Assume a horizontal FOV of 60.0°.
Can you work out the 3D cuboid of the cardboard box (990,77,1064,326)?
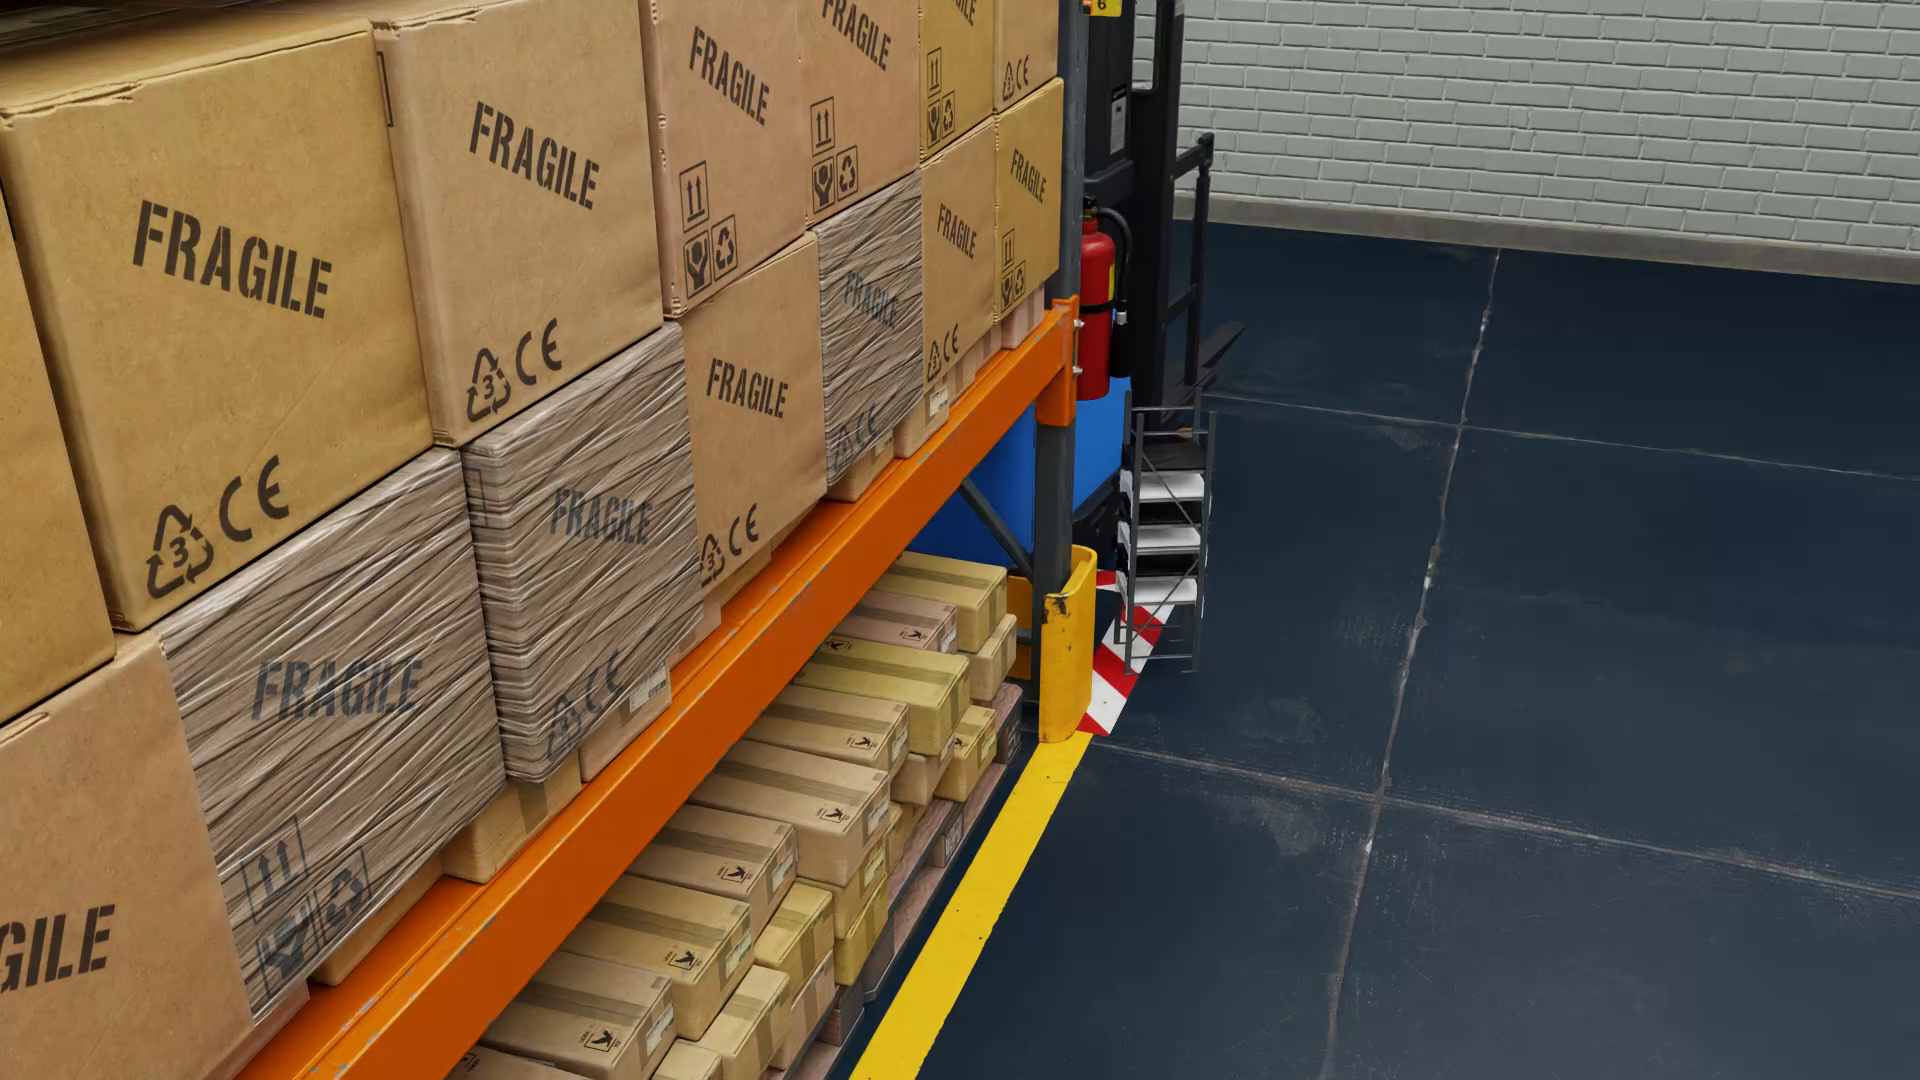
[{"bbox_3d":[-0.059,-0.875,4.159,0.500,0.500,0.500,9,27,18],"label":"cardboard box"}]

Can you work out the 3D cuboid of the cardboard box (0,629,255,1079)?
[{"bbox_3d":[-1.081,0.380,1.567,0.500,0.500,0.500,8,27,16],"label":"cardboard box"}]

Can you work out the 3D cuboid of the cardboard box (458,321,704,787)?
[{"bbox_3d":[-0.721,-0.026,2.406,0.500,0.500,0.500,8,27,16],"label":"cardboard box"}]

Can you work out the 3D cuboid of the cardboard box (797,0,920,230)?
[{"bbox_3d":[-0.403,-0.900,3.062,0.500,0.500,0.500,10,28,20],"label":"cardboard box"}]

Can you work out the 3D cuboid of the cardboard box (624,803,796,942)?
[{"bbox_3d":[-0.569,0.690,3.489,0.380,0.149,0.250,8,27,16],"label":"cardboard box"}]

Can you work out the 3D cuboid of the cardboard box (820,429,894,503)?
[{"bbox_3d":[-0.360,-0.216,3.542,0.380,0.149,0.250,8,27,15],"label":"cardboard box"}]

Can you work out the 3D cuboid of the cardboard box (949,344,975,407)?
[{"bbox_3d":[-0.181,-0.428,3.980,0.380,0.149,0.250,8,27,17],"label":"cardboard box"}]

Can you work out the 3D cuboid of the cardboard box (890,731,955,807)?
[{"bbox_3d":[-0.230,0.514,4.194,0.380,0.149,0.250,8,27,15],"label":"cardboard box"}]

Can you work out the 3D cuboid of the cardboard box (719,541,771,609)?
[{"bbox_3d":[-0.579,-0.002,3.100,0.380,0.149,0.250,9,27,18],"label":"cardboard box"}]

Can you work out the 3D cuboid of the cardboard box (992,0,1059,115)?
[{"bbox_3d":[-0.070,-1.323,3.936,0.500,0.500,0.500,8,27,16],"label":"cardboard box"}]

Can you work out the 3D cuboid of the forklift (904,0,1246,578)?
[{"bbox_3d":[0.372,-1.619,6.230,1.130,2.935,3.031,12,28,24],"label":"forklift"}]

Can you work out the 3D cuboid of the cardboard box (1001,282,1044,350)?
[{"bbox_3d":[0.006,-0.630,4.397,0.380,0.149,0.250,9,27,18],"label":"cardboard box"}]

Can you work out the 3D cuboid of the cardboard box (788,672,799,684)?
[{"bbox_3d":[-0.638,0.464,4.638,0.380,0.149,0.250,9,27,17],"label":"cardboard box"}]

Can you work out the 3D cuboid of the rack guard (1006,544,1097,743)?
[{"bbox_3d":[-0.177,0.238,5.184,1.175,0.500,0.348,9,27,17],"label":"rack guard"}]

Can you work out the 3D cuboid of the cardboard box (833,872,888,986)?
[{"bbox_3d":[-0.385,0.856,3.829,0.380,0.149,0.250,8,27,15],"label":"cardboard box"}]

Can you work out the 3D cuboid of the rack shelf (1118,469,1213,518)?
[{"bbox_3d":[0.639,-0.151,5.191,0.258,0.077,0.200,-2,26,-4],"label":"rack shelf"}]

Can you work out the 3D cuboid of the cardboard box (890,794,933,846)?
[{"bbox_3d":[-0.290,0.639,4.277,0.380,0.149,0.250,9,27,17],"label":"cardboard box"}]

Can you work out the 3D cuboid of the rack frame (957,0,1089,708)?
[{"bbox_3d":[-0.152,-0.918,4.704,1.000,3.000,0.127,9,27,17],"label":"rack frame"}]

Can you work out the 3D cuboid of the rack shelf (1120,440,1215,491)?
[{"bbox_3d":[0.639,-0.232,5.152,0.258,0.077,0.200,-2,26,-4],"label":"rack shelf"}]

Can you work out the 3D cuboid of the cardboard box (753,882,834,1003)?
[{"bbox_3d":[-0.493,0.832,3.538,0.380,0.149,0.250,10,28,20],"label":"cardboard box"}]

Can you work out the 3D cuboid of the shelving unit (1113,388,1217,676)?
[{"bbox_3d":[0.639,-0.019,5.255,0.258,0.900,0.210,-2,26,-4],"label":"shelving unit"}]

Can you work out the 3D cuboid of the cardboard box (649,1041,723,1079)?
[{"bbox_3d":[-0.664,1.046,3.095,0.380,0.149,0.250,9,27,17],"label":"cardboard box"}]

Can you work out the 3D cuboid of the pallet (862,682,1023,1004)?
[{"bbox_3d":[-0.481,0.697,4.568,1.003,0.211,1.213,9,27,17],"label":"pallet"}]

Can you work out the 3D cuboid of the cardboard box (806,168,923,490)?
[{"bbox_3d":[-0.395,-0.454,3.290,0.500,0.500,0.500,9,27,18],"label":"cardboard box"}]

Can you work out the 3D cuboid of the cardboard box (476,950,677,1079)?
[{"bbox_3d":[-0.748,0.898,3.060,0.380,0.149,0.250,8,27,15],"label":"cardboard box"}]

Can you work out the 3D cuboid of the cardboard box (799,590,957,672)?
[{"bbox_3d":[-0.227,0.258,4.383,0.380,0.149,0.250,9,27,18],"label":"cardboard box"}]

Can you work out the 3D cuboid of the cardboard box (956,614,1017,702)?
[{"bbox_3d":[-0.059,0.301,4.635,0.380,0.149,0.250,8,27,16],"label":"cardboard box"}]

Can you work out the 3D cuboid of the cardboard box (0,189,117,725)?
[{"bbox_3d":[-1.103,-0.053,1.314,0.500,0.500,0.500,9,27,19],"label":"cardboard box"}]

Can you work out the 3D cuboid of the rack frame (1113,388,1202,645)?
[{"bbox_3d":[0.631,-0.063,5.347,0.240,0.900,0.006,-2,26,-4],"label":"rack frame"}]

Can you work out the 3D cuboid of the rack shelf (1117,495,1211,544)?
[{"bbox_3d":[0.639,-0.070,5.231,0.258,0.077,0.200,-2,26,-4],"label":"rack shelf"}]

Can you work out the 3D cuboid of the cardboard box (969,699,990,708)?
[{"bbox_3d":[-0.131,0.423,4.724,0.380,0.149,0.250,9,27,18],"label":"cardboard box"}]

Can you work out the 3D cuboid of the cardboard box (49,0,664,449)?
[{"bbox_3d":[-0.748,-0.471,2.177,0.500,0.500,0.500,9,27,18],"label":"cardboard box"}]

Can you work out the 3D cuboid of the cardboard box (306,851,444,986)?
[{"bbox_3d":[-0.929,0.425,2.218,0.380,0.149,0.250,8,27,15],"label":"cardboard box"}]

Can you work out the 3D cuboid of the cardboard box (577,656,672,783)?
[{"bbox_3d":[-0.688,0.222,2.638,0.380,0.149,0.250,10,28,20],"label":"cardboard box"}]

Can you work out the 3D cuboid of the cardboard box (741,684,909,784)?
[{"bbox_3d":[-0.339,0.480,3.924,0.380,0.149,0.250,8,27,15],"label":"cardboard box"}]
